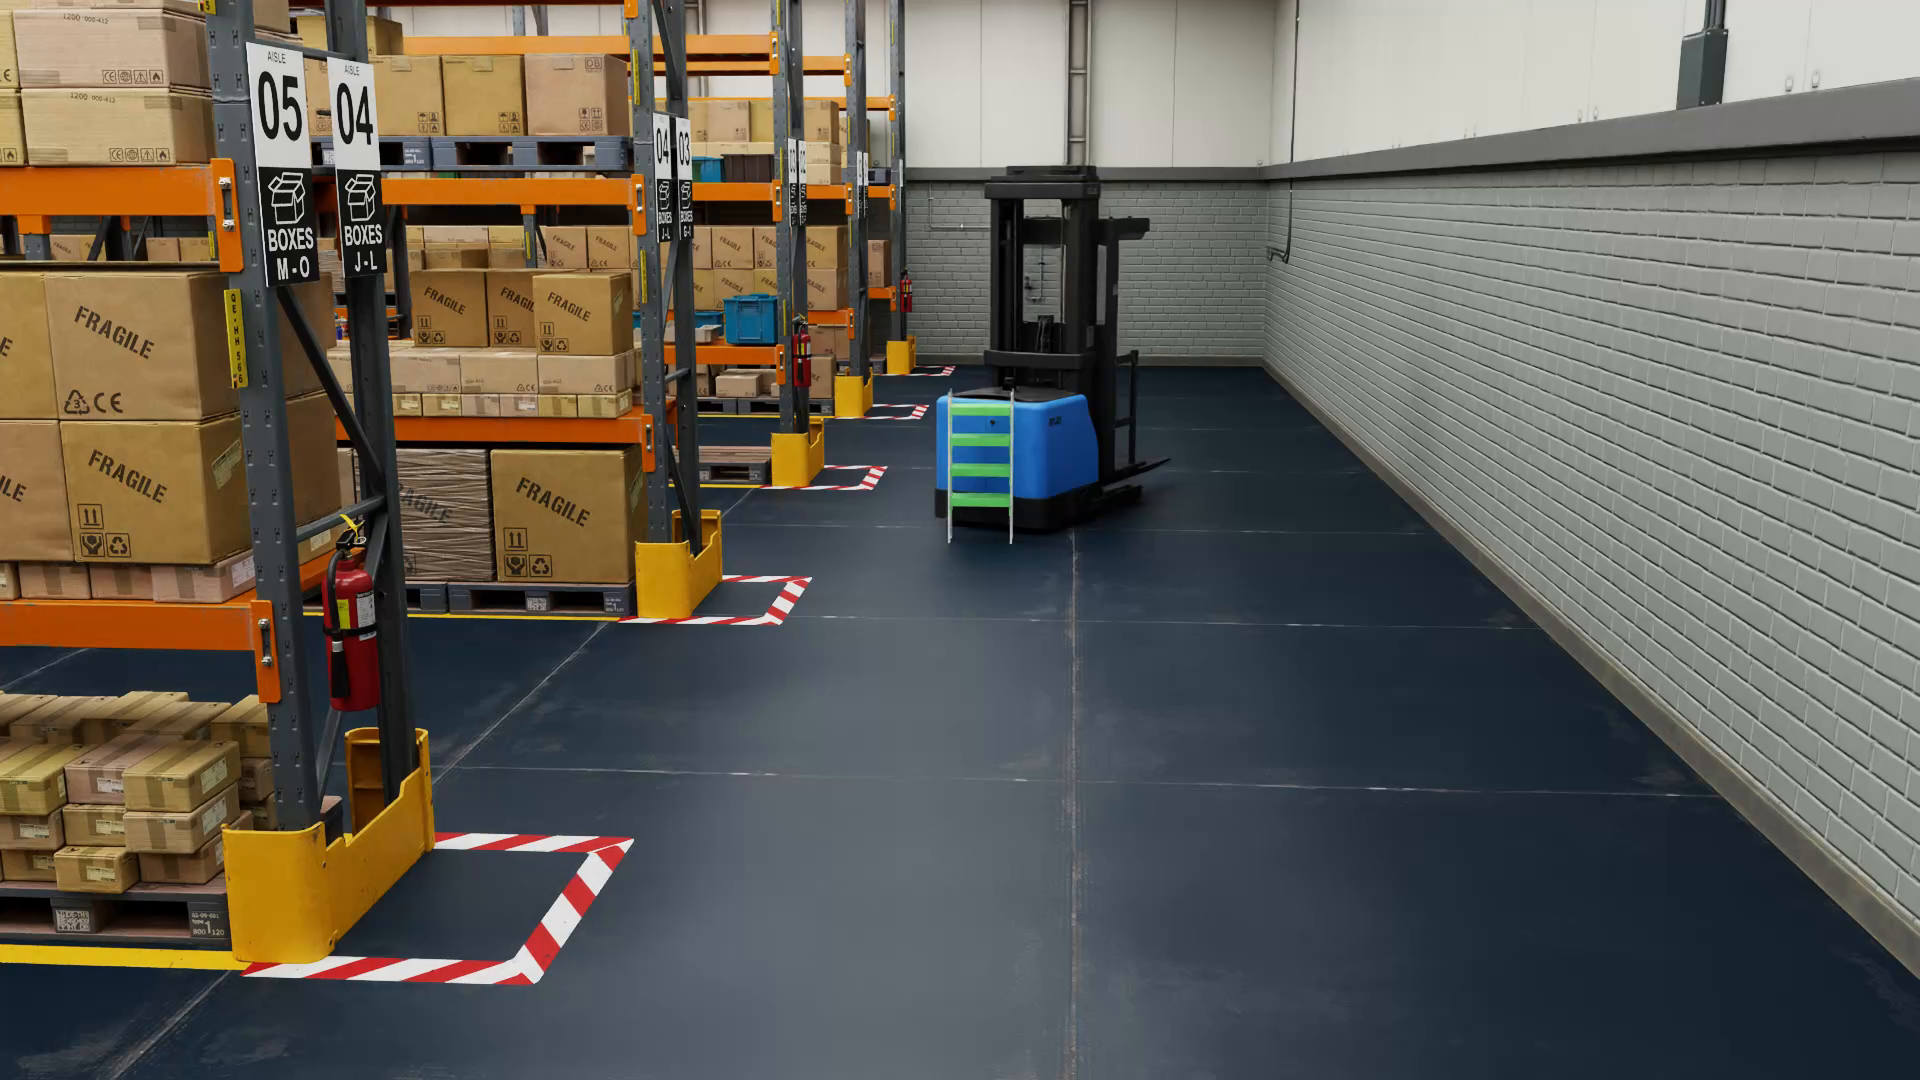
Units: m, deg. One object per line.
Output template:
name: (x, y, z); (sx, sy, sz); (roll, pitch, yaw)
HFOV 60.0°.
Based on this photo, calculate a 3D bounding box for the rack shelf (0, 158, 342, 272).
rack shelf: (-4.355, -1.207, 6.142); (4.000, 0.370, 1.077); (1, 12, 4)

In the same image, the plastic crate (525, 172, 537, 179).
plastic crate: (-4.293, -3.541, 16.189); (0.466, 0.136, 0.293); (1, 12, 4)

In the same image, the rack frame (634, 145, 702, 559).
rack frame: (-1.927, -1.075, 11.082); (0.127, 3.000, 1.000); (1, 12, 4)

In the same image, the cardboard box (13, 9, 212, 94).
cardboard box: (-2.836, -1.657, 5.683); (0.500, 0.250, 0.500); (0, 12, 2)

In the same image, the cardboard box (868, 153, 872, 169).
cardboard box: (-1.646, -5.820, 25.537); (0.500, 0.250, 0.500); (1, 12, 7)

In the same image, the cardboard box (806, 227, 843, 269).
cardboard box: (-1.724, -3.587, 20.404); (0.500, 0.500, 0.500); (1, 12, 3)

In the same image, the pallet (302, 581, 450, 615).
pallet: (-3.944, 0.278, 11.426); (1.213, 0.211, 1.003); (1, 12, 4)

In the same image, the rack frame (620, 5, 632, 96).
rack frame: (-4.925, -7.102, 25.242); (0.127, 3.000, 1.000); (1, 12, 4)

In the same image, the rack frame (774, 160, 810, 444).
rack frame: (-1.596, -2.087, 15.919); (0.127, 3.000, 1.000); (1, 12, 4)

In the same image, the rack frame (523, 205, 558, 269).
rack frame: (-5.252, -3.154, 21.018); (0.127, 3.000, 1.000); (1, 12, 4)

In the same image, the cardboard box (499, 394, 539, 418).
cardboard box: (-2.815, -0.897, 10.842); (0.250, 0.149, 0.380); (1, 12, 4)

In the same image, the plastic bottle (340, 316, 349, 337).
plastic bottle: (-6.174, -2.136, 16.640); (0.097, 0.201, 0.097); (0, 12, 0)

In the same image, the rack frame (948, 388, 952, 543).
rack frame: (-0.078, -0.588, 13.150); (0.015, 1.200, 0.240); (1, 12, 4)

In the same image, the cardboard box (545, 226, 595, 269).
cardboard box: (-4.801, -3.628, 20.600); (0.500, 0.500, 0.500); (1, 12, 5)

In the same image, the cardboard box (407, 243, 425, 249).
cardboard box: (-8.449, -4.366, 25.793); (0.500, 0.500, 0.500); (1, 12, 5)

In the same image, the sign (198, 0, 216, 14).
sign: (-2.416, -1.852, 5.306); (0.005, 0.325, 0.100); (1, 12, 4)

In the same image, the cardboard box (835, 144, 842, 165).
cardboard box: (-1.757, -4.799, 20.701); (0.500, 0.250, 0.500); (1, 12, 4)

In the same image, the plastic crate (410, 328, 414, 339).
plastic crate: (-5.132, -2.006, 16.032); (0.243, 0.136, 0.396); (1, 12, 4)

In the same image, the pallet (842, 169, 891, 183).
pallet: (-1.675, -5.544, 25.335); (1.213, 0.211, 1.003); (1, 12, 4)

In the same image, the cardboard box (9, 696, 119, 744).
cardboard box: (-3.638, 0.764, 6.776); (0.250, 0.149, 0.380); (0, 12, 1)

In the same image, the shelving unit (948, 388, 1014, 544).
shelving unit: (0.165, -0.585, 13.134); (0.503, 1.200, 0.258); (1, 12, 4)

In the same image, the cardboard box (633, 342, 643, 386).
cardboard box: (-2.388, -1.209, 11.362); (0.500, 0.250, 0.500); (0, 12, 2)

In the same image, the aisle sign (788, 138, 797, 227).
aisle sign: (-1.544, -3.299, 15.362); (0.004, 0.787, 0.394); (1, 12, 4)

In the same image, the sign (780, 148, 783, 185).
sign: (-1.617, -3.391, 15.084); (0.005, 0.325, 0.100); (1, 12, 4)

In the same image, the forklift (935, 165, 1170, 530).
forklift: (0.967, -1.769, 14.566); (1.130, 2.935, 3.031); (7, 14, 29)

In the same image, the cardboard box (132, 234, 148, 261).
cardboard box: (-13.362, -4.628, 26.551); (0.500, 0.500, 0.500); (1, 12, 2)

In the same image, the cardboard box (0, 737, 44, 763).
cardboard box: (-3.672, 0.871, 6.264); (0.250, 0.149, 0.380); (0, 12, 1)

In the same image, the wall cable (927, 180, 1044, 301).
wall cable: (0.407, -4.784, 26.331); (1.851, 1.984, 0.084); (1, 12, 4)

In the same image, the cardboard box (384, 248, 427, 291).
cardboard box: (-7.019, -3.420, 21.020); (0.500, 0.500, 0.700); (-2, 12, -11)

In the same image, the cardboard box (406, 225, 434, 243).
cardboard box: (-8.452, -4.733, 25.715); (0.500, 0.250, 0.500); (1, 12, 5)

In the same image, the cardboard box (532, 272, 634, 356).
cardboard box: (-2.431, -1.467, 10.765); (0.500, 0.500, 0.500); (1, 12, 4)

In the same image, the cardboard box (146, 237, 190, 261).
cardboard box: (-12.402, -4.525, 26.258); (0.500, 0.500, 0.700); (1, 12, 4)

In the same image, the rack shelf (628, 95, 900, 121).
rack shelf: (-2.930, -6.527, 25.226); (4.000, 0.370, 1.077); (1, 12, 4)

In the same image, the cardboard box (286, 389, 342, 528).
cardboard box: (-2.789, -0.320, 6.503); (0.500, 0.500, 0.500); (1, 12, 6)

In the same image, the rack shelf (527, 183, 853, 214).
rack shelf: (-3.257, -4.242, 20.654); (4.000, 0.370, 1.077); (1, 12, 4)

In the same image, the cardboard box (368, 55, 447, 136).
cardboard box: (-3.522, -2.873, 10.834); (0.500, 0.500, 0.700); (0, 12, 0)

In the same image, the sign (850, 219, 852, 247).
sign: (-1.318, -3.707, 20.065); (0.005, 0.325, 0.100); (1, 12, 4)

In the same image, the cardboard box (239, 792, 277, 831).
cardboard box: (-2.861, 1.054, 6.840); (0.250, 0.149, 0.380); (1, 12, 5)

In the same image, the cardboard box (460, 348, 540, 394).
cardboard box: (-2.934, -1.107, 10.873); (0.500, 0.250, 0.500); (1, 12, 3)

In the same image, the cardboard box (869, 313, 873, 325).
cardboard box: (-1.501, -3.439, 25.876); (0.250, 0.149, 0.380); (1, 12, 4)

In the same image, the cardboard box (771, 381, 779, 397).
cardboard box: (-2.218, -1.908, 20.911); (0.250, 0.166, 0.380); (1, 12, 4)

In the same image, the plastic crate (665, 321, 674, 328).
plastic crate: (-2.812, -2.089, 16.424); (0.298, 0.136, 0.250); (1, 12, 4)

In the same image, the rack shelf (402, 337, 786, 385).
rack shelf: (-3.592, -1.762, 16.124); (4.000, 0.370, 1.077); (1, 12, 4)

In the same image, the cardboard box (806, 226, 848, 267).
cardboard box: (-1.686, -3.697, 20.930); (0.500, 0.500, 0.500); (1, 12, 5)

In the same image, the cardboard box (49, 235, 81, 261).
cardboard box: (-13.898, -4.528, 26.072); (0.500, 0.500, 0.500); (1, 12, 3)

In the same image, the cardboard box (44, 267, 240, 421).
cardboard box: (-2.833, -0.703, 5.889); (0.500, 0.500, 0.500); (1, 12, 3)

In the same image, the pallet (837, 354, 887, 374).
pallet: (-1.737, -2.741, 25.856); (1.213, 0.211, 1.003); (1, 12, 4)

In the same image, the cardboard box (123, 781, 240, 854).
cardboard box: (-2.905, 1.032, 6.219); (0.250, 0.149, 0.380); (0, 12, 2)

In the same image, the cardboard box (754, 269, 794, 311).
cardboard box: (-2.244, -3.105, 20.540); (0.500, 0.500, 0.500); (1, 12, 4)
